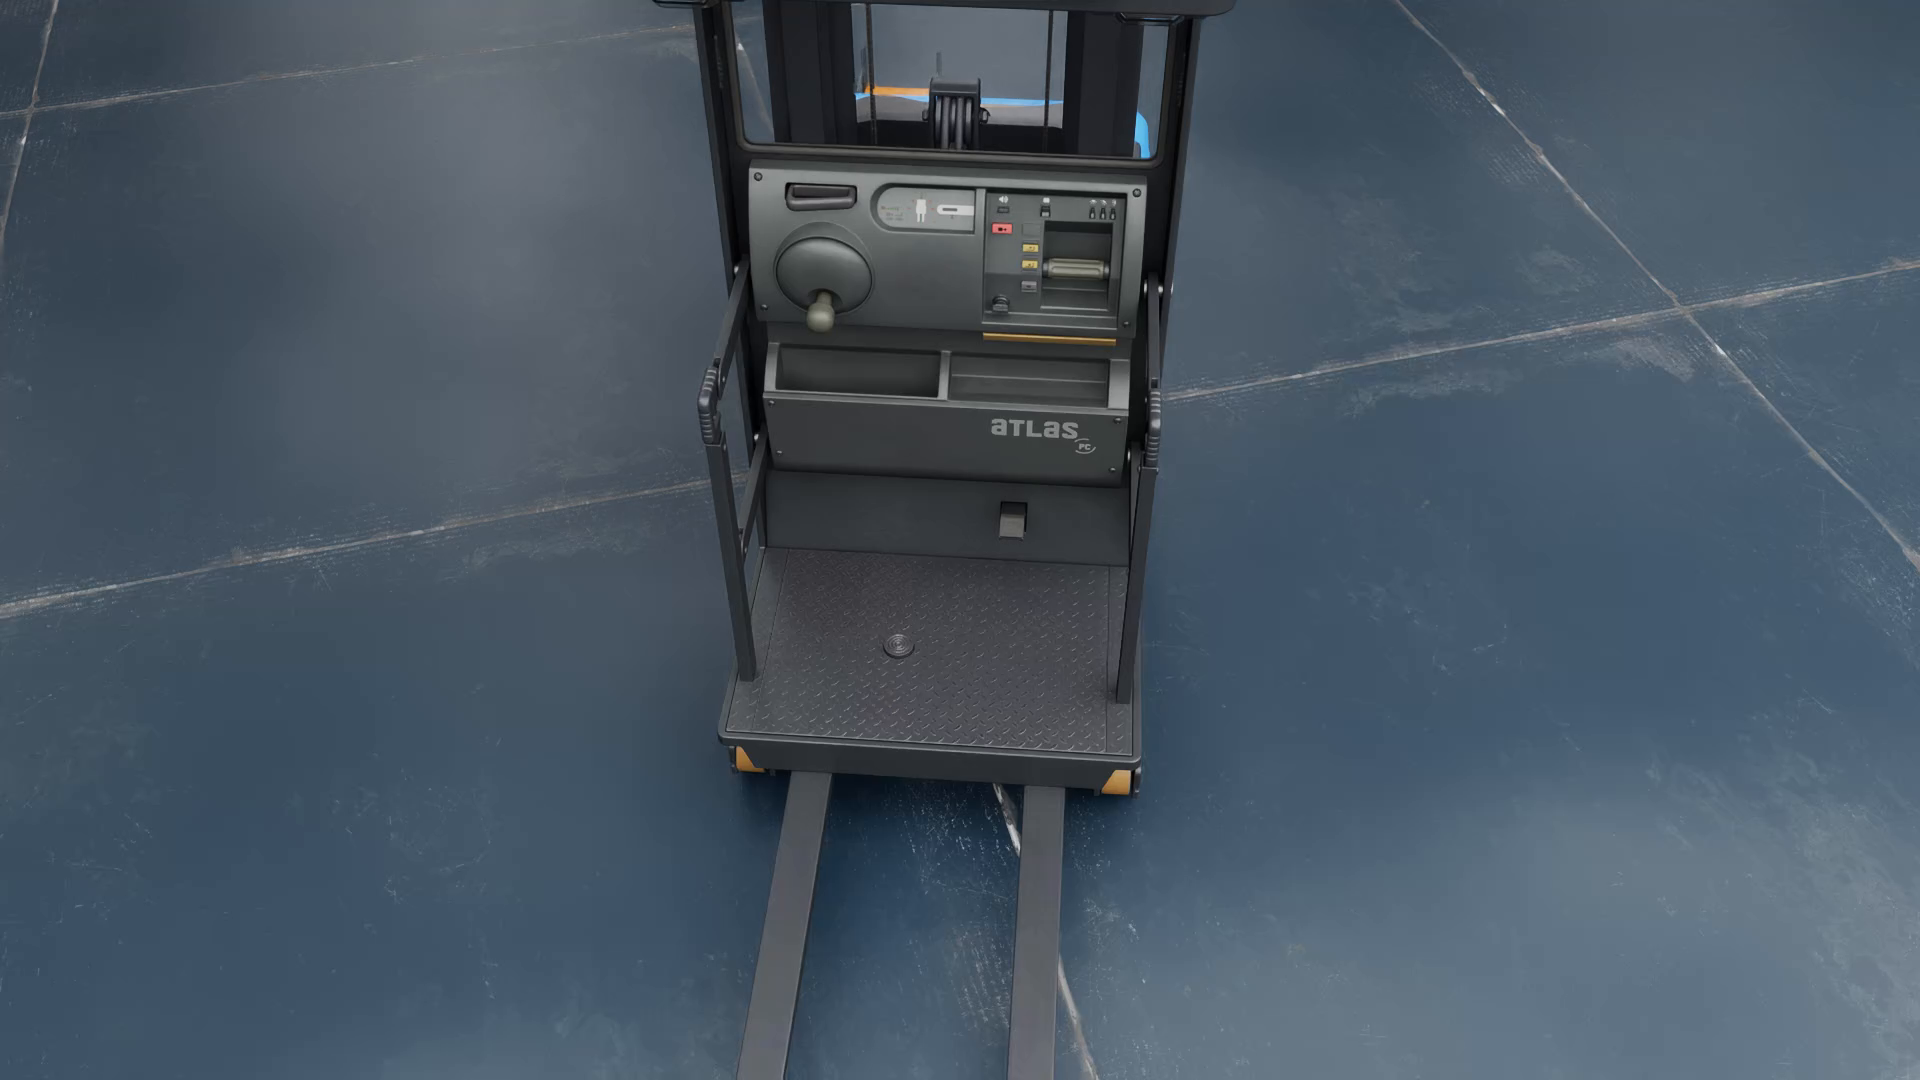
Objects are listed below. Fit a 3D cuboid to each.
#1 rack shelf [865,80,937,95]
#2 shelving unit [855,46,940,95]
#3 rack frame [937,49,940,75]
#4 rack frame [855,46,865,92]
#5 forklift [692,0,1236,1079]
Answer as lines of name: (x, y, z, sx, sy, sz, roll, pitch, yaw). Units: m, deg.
rack shelf: (-0.199, -1.328, 5.434, 0.240, 0.259, 0.215, 3, 46, 3)
shelving unit: (-0.199, -1.137, 5.629, 0.252, 1.050, 0.215, 3, 46, 3)
rack frame: (-0.077, -1.130, 5.622, 0.008, 1.050, 0.200, 3, 46, 3)
rack frame: (-0.321, -1.143, 5.635, 0.008, 1.050, 0.200, 3, 46, 3)
forklift: (-0.048, -0.582, 3.768, 1.130, 2.935, 3.031, 3, 46, 3)
